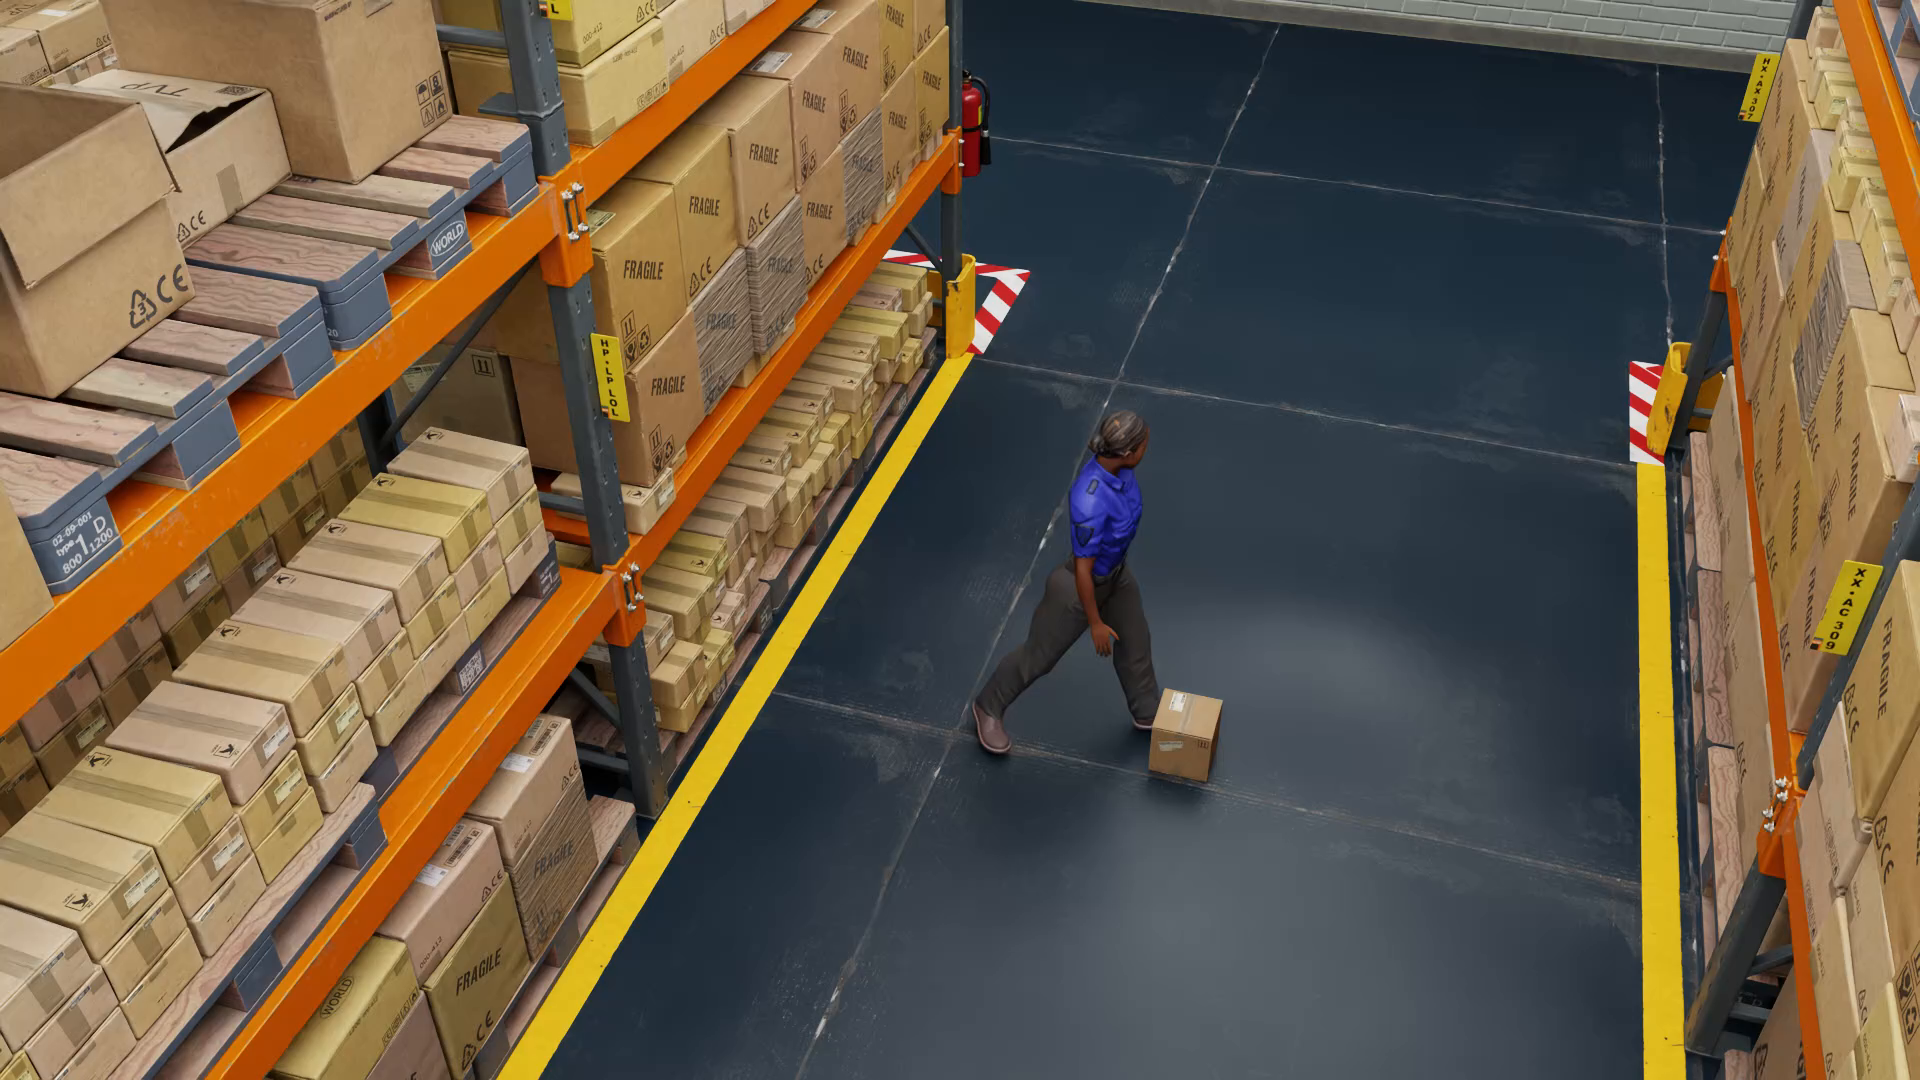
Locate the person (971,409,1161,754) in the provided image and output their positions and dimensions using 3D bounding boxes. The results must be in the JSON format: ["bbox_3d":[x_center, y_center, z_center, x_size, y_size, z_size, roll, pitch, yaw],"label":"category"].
[{"bbox_3d":[0.514,0.194,6.644,0.903,1.615,0.615,18,41,23],"label":"person"}]
